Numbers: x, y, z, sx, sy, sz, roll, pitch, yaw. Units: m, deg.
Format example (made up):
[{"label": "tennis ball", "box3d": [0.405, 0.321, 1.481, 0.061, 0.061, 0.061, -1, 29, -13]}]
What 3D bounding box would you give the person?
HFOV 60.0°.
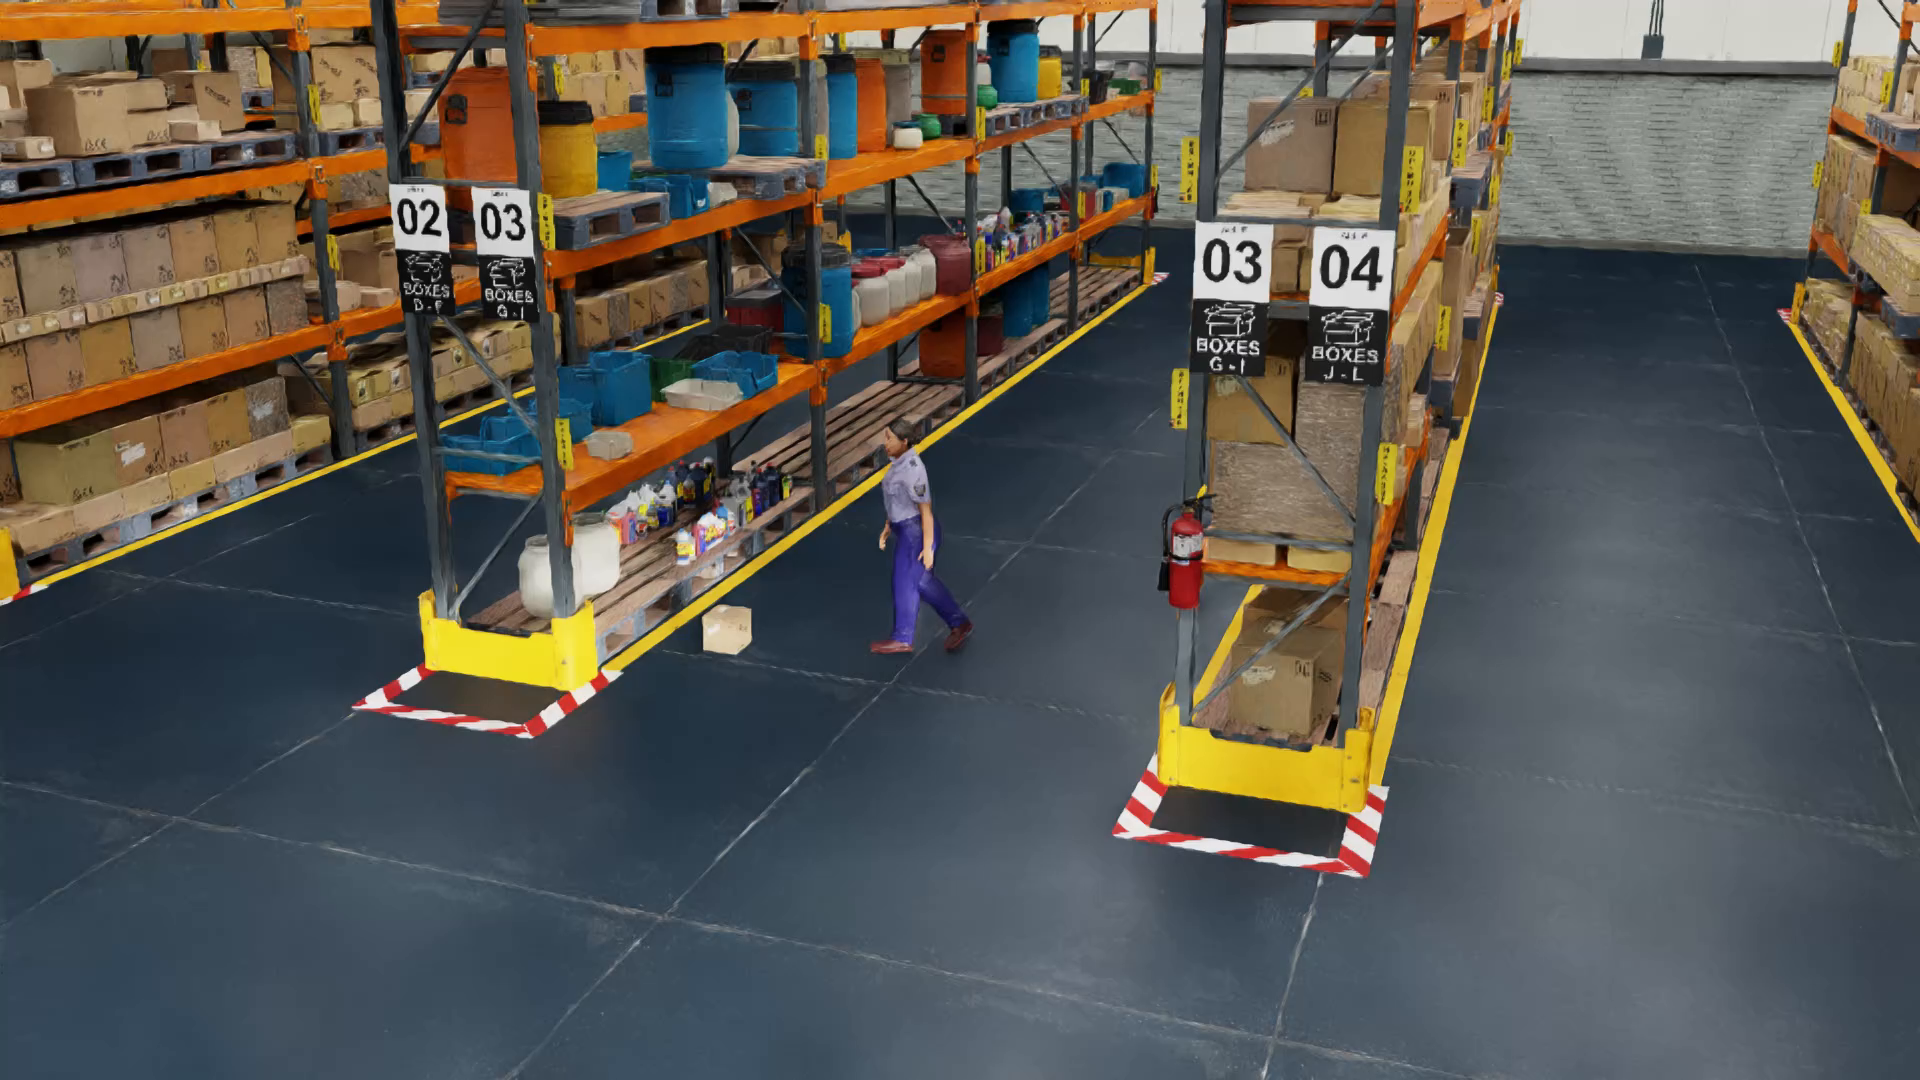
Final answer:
[{"label": "person", "box3d": [-0.257, -0.014, 11.136, 0.716, 1.634, 0.500, -1, 19, -4]}]
